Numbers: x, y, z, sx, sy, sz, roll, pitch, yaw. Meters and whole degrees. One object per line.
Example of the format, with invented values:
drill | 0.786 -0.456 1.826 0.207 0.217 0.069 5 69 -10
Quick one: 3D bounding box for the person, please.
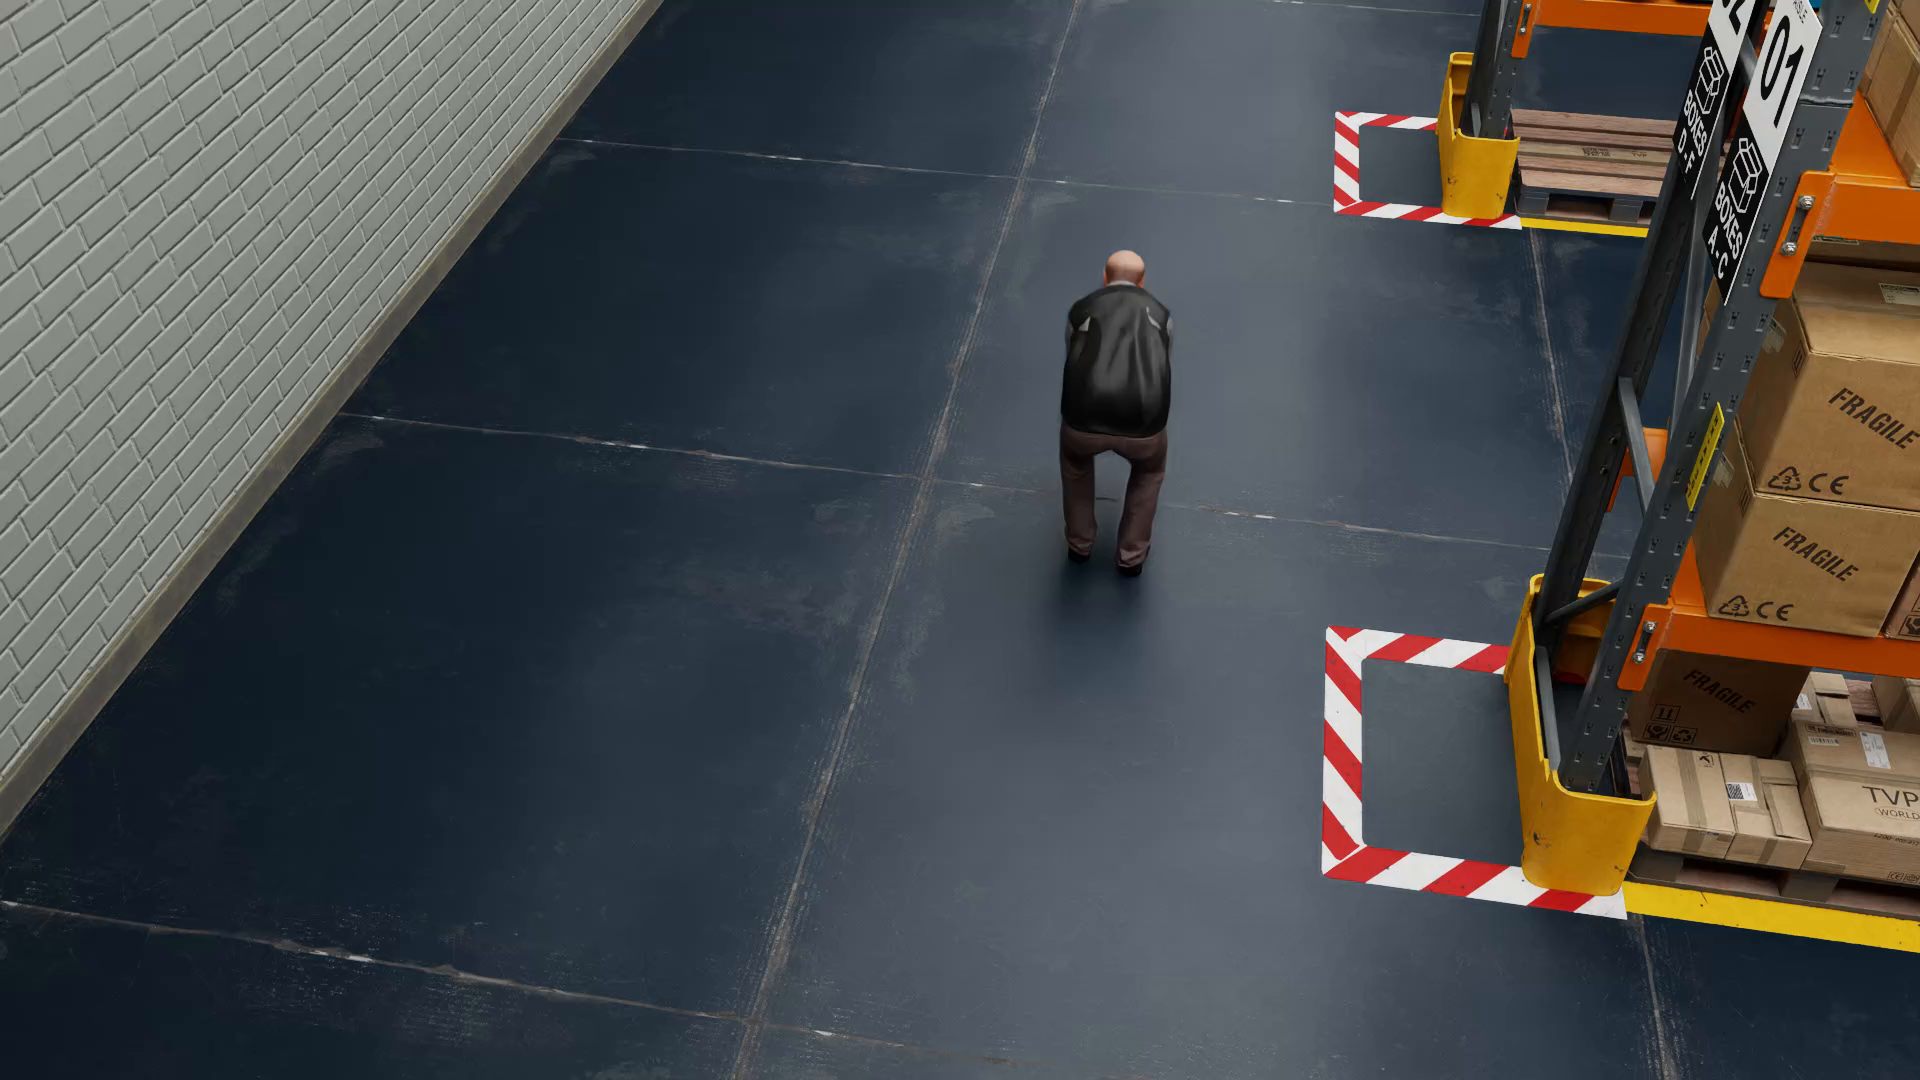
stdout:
person | 0.666 -0.523 7.186 0.478 1.215 0.925 5 41 6
